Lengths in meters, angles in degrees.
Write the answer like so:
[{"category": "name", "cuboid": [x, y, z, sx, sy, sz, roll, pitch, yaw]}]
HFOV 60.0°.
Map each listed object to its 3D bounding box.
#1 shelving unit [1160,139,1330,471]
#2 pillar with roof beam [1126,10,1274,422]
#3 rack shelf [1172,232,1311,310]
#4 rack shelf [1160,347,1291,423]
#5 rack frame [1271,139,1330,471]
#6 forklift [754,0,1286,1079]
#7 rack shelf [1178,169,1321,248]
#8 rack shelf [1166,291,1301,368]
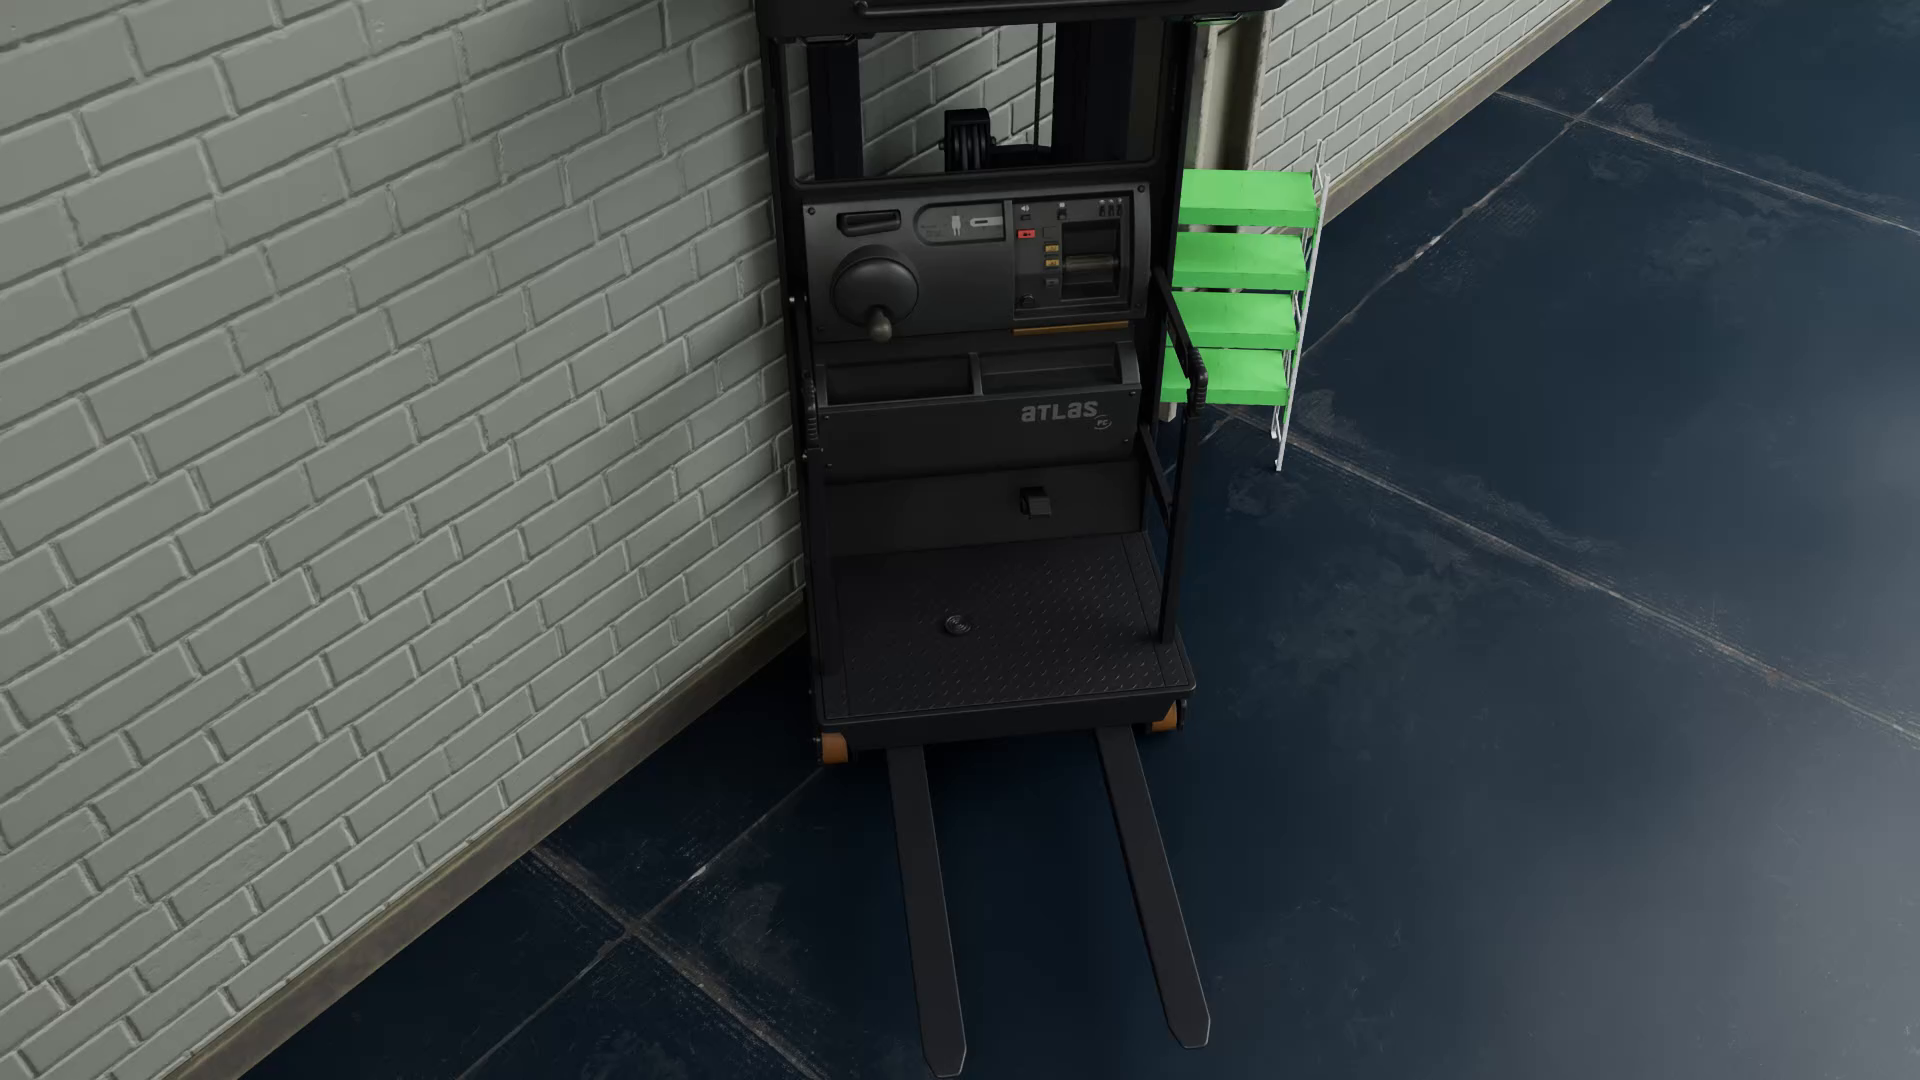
[{"category": "shelving unit", "cuboid": [0.917, -0.784, 5.720, 0.503, 1.200, 0.258, 2, 42, 2]}, {"category": "pillar with roof beam", "cuboid": [4.083, -2.074, 1.342, 9.100, 9.000, 0.400, 29, 50, 28]}, {"category": "rack shelf", "cuboid": [0.917, -0.914, 5.601, 0.480, 0.148, 0.258, 2, 42, 2]}, {"category": "rack shelf", "cuboid": [0.917, -0.559, 5.924, 0.480, 0.148, 0.258, 2, 42, 2]}, {"category": "rack frame", "cuboid": [1.161, -0.775, 5.711, 0.015, 1.200, 0.240, 2, 42, 2]}, {"category": "forklift", "cuboid": [0.080, -0.665, 4.303, 1.130, 2.935, 3.031, -5, 43, -5]}, {"category": "rack shelf", "cuboid": [0.917, -1.091, 5.440, 0.480, 0.148, 0.258, 2, 42, 2]}, {"category": "rack shelf", "cuboid": [0.917, -0.736, 5.763, 0.480, 0.148, 0.258, 2, 42, 2]}]
